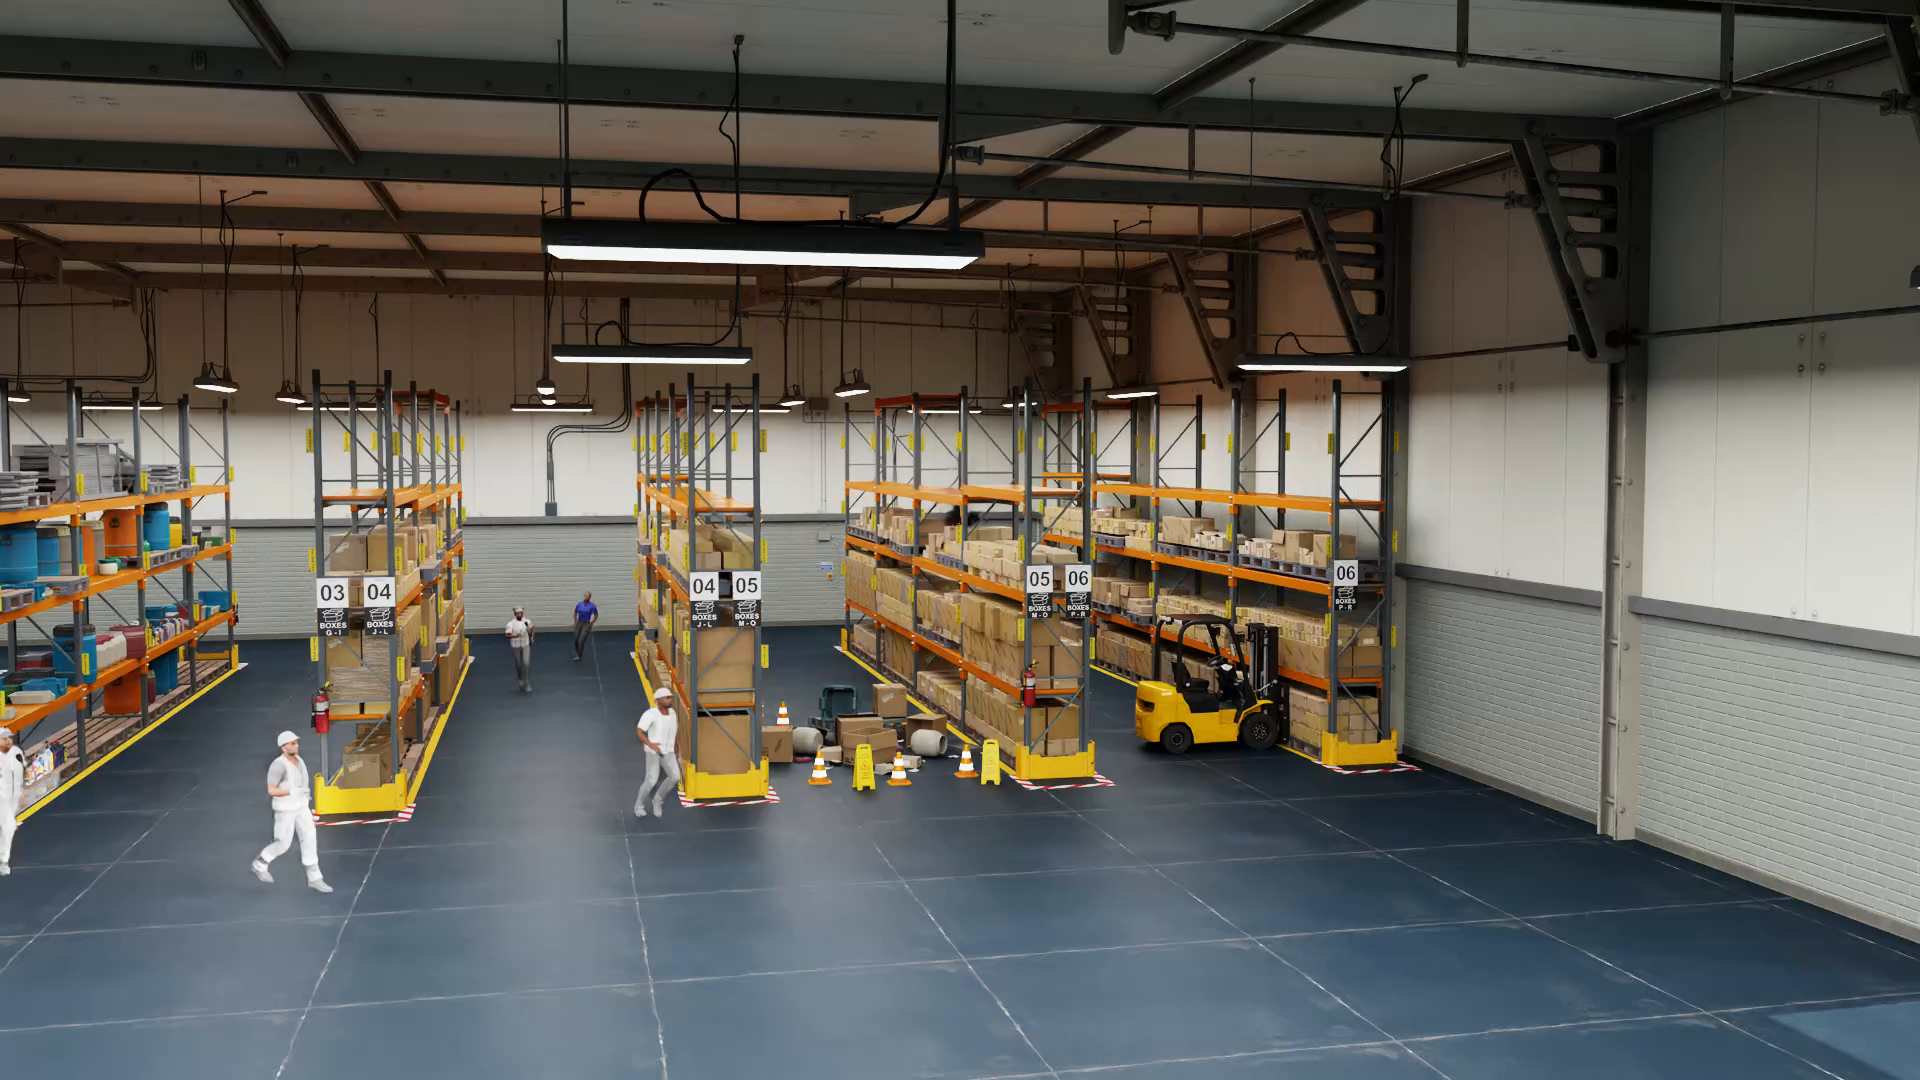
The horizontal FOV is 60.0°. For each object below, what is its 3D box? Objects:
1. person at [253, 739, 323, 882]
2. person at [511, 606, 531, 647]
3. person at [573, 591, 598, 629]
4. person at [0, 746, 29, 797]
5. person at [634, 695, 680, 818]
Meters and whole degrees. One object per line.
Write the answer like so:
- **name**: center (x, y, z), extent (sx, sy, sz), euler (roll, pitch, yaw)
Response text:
- **person**: center (-7.519, 3.038, 18.545), extent (0.815, 1.583, 0.653), euler (1, 3, 17)
- **person**: center (-8.920, 1.749, 33.787), extent (0.399, 0.828, 0.334), euler (-1, 3, -14)
- **person**: center (-8.654, 1.620, 38.375), extent (0.590, 0.849, 0.411), euler (0, 3, 0)
- **person**: center (-11.217, 2.698, 19.517), extent (0.457, 0.592, 0.564), euler (1, 4, 22)
- **person**: center (-4.003, 2.870, 22.350), extent (0.618, 1.684, 0.766), euler (3, 5, 44)
